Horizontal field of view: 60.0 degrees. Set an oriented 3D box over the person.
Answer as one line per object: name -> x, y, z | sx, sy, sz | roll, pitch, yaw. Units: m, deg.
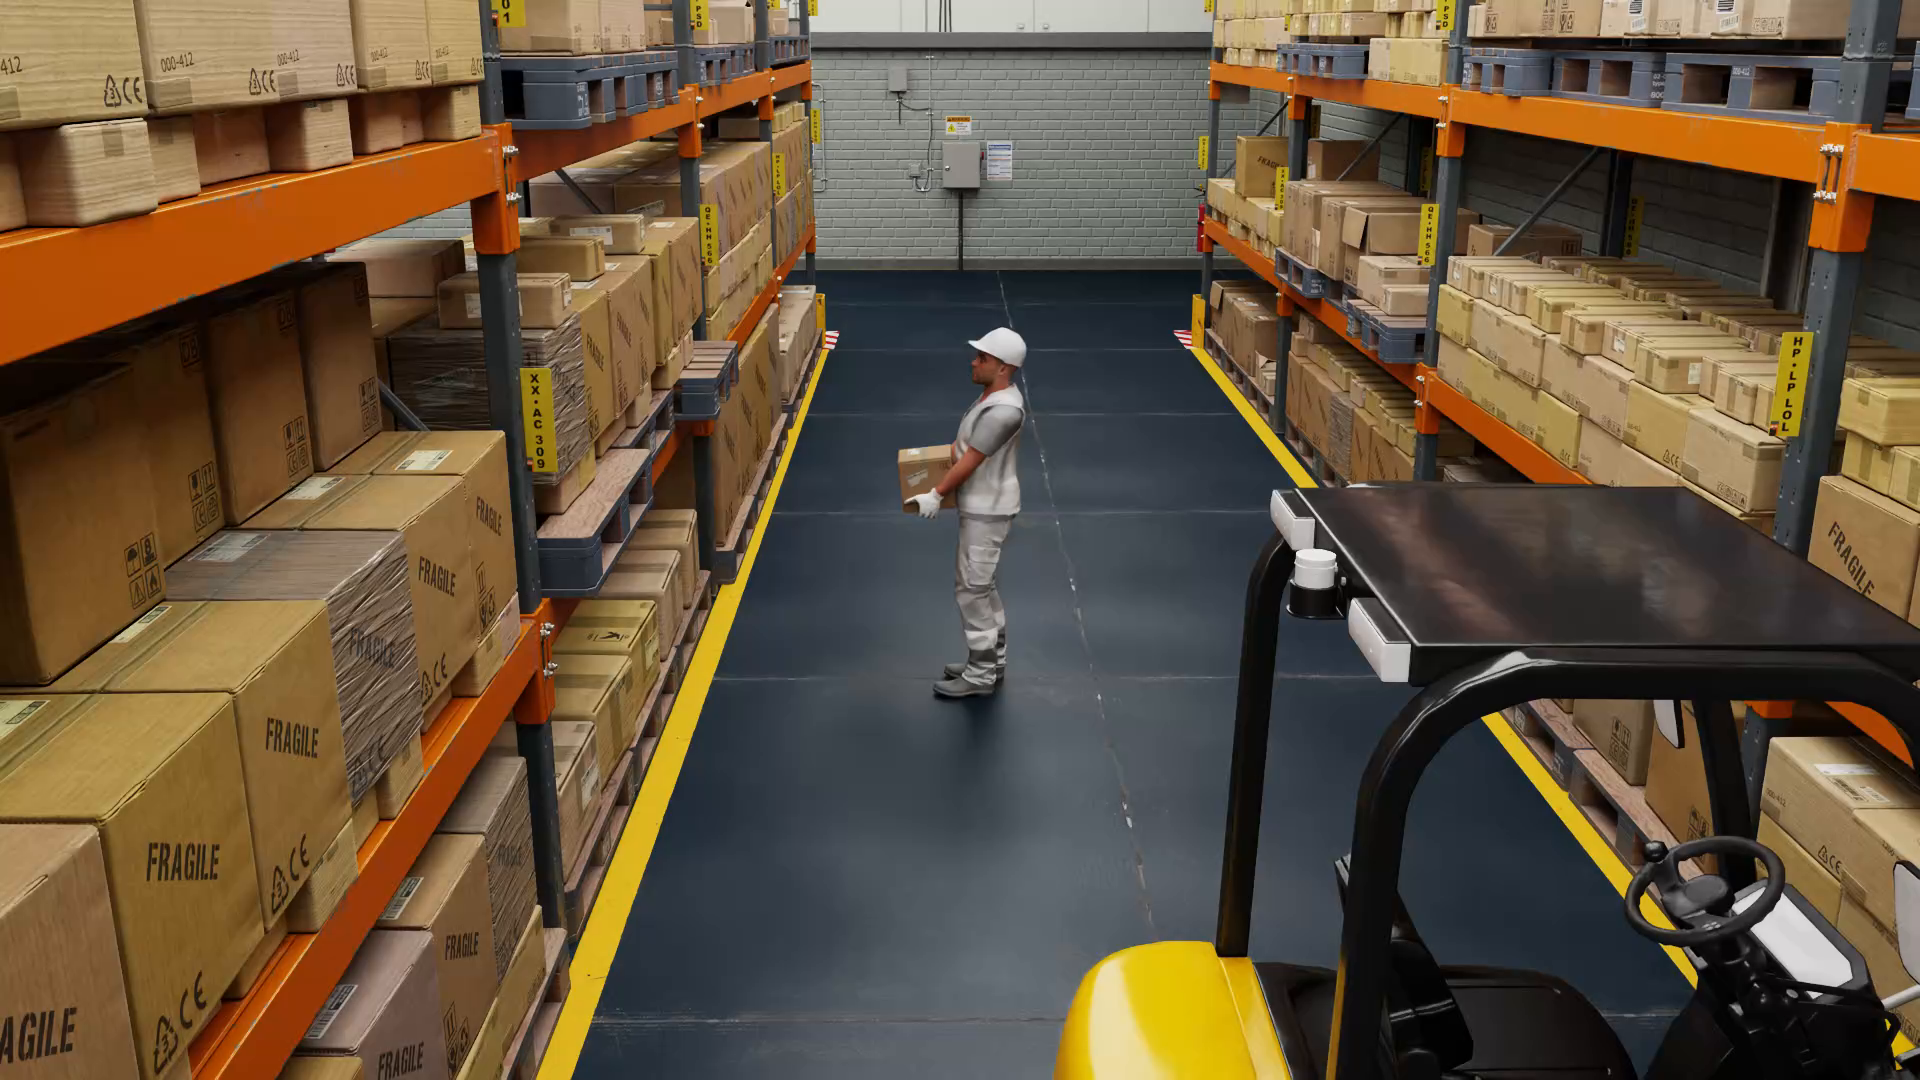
person -> 0.022, -0.125, 7.924 | 0.573, 1.782, 0.494 | 0, 17, -1
